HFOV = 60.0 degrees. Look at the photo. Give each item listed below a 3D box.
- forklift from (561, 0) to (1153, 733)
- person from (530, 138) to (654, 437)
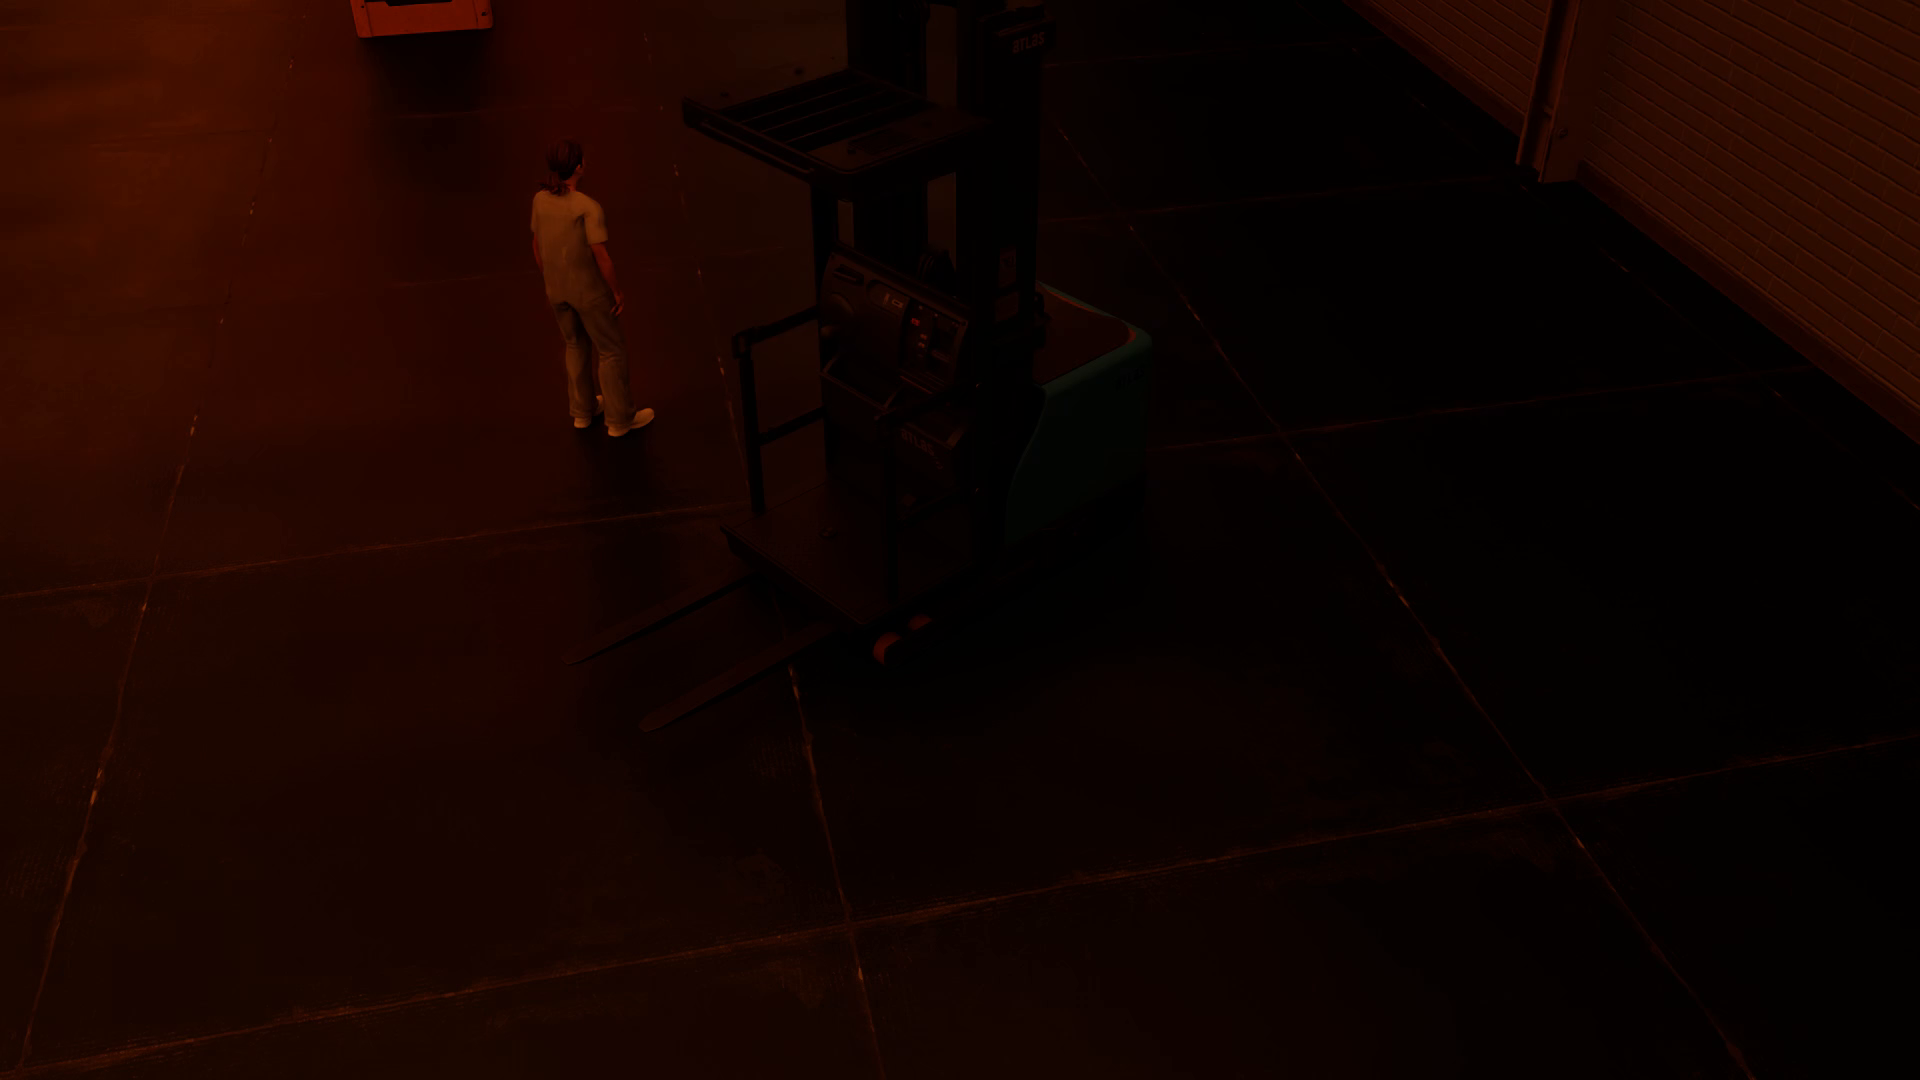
[{"bbox_3d":[-0.457,-0.940,7.356,3.031,2.935,1.130,-29,45,-34],"label":"forklift"},{"bbox_3d":[-2.039,-1.352,9.008,0.516,1.671,0.359,15,38,20],"label":"person"}]
